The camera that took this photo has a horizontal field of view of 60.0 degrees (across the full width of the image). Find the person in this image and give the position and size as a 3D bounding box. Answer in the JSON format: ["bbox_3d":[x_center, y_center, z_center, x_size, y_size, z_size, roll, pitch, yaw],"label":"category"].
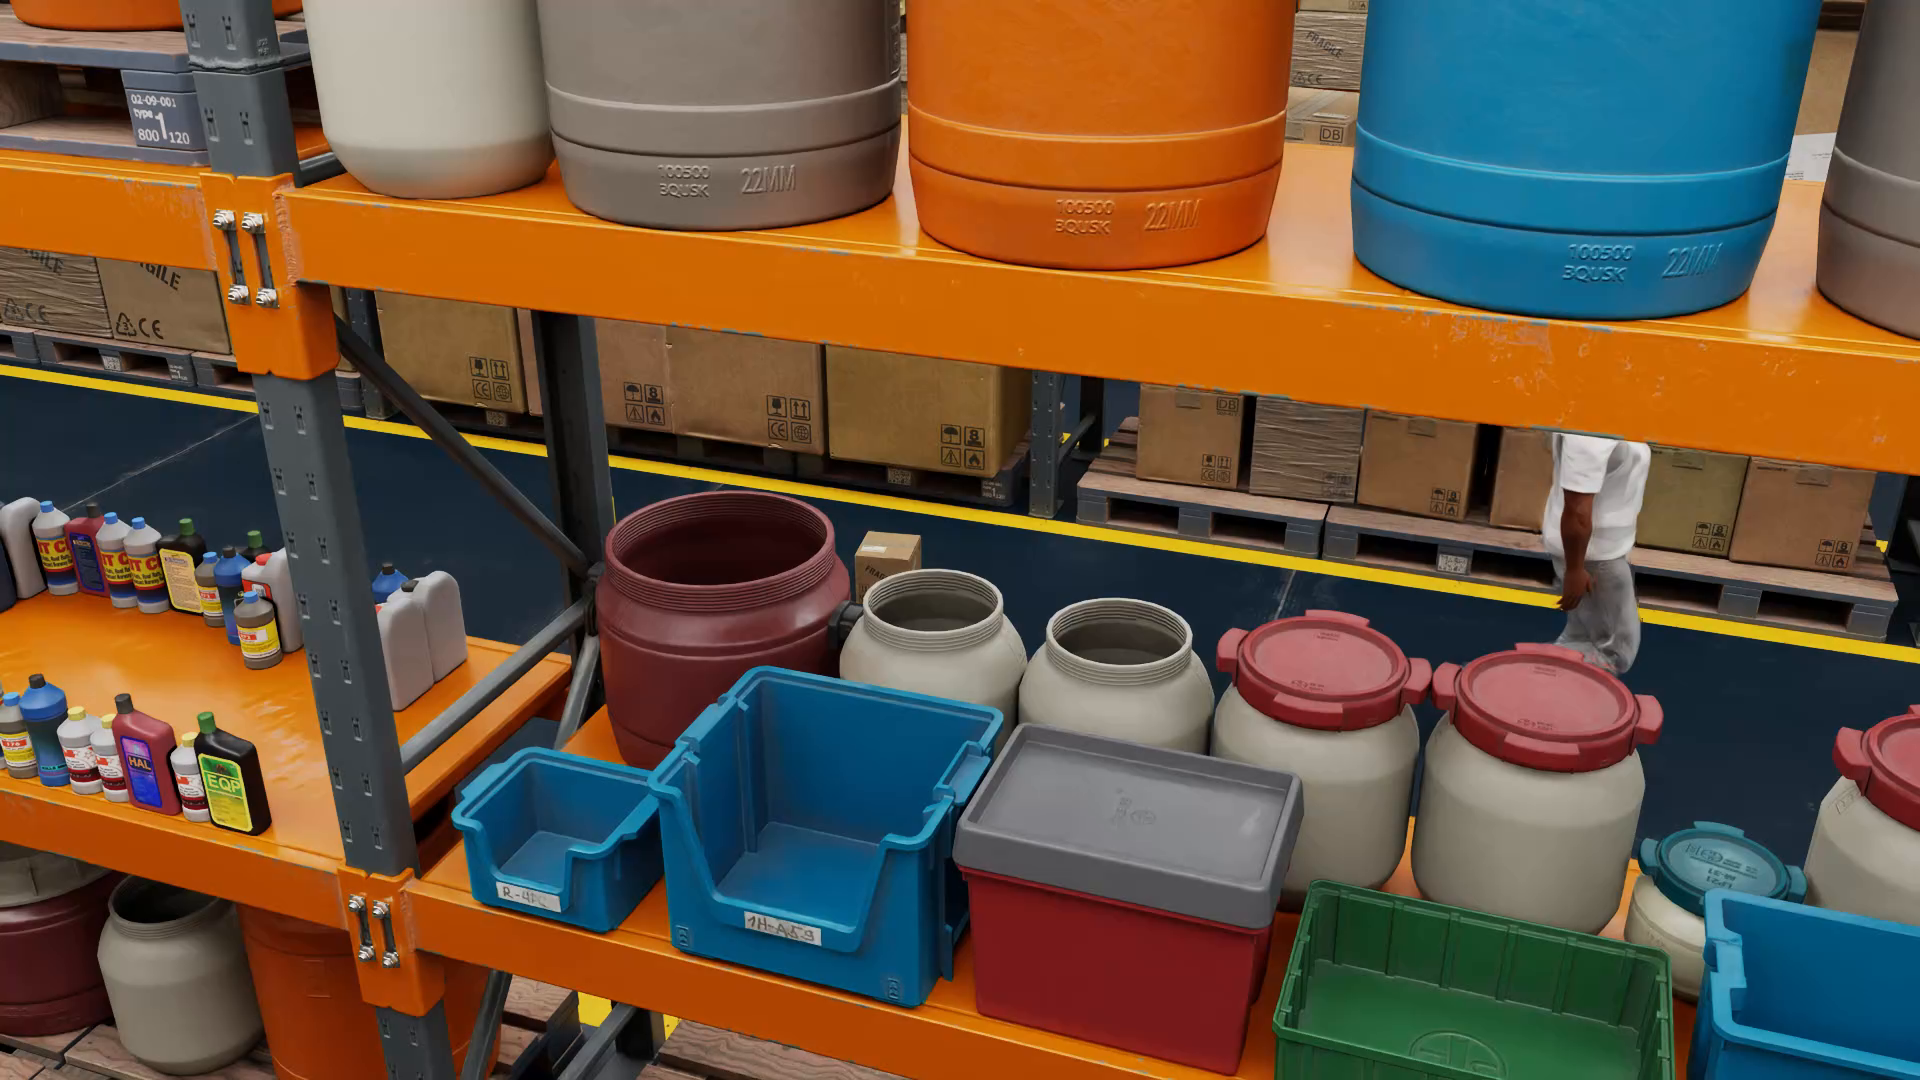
[{"bbox_3d":[2.250,0.002,6.030,0.540,1.756,0.567,8,27,16],"label":"person"}]
